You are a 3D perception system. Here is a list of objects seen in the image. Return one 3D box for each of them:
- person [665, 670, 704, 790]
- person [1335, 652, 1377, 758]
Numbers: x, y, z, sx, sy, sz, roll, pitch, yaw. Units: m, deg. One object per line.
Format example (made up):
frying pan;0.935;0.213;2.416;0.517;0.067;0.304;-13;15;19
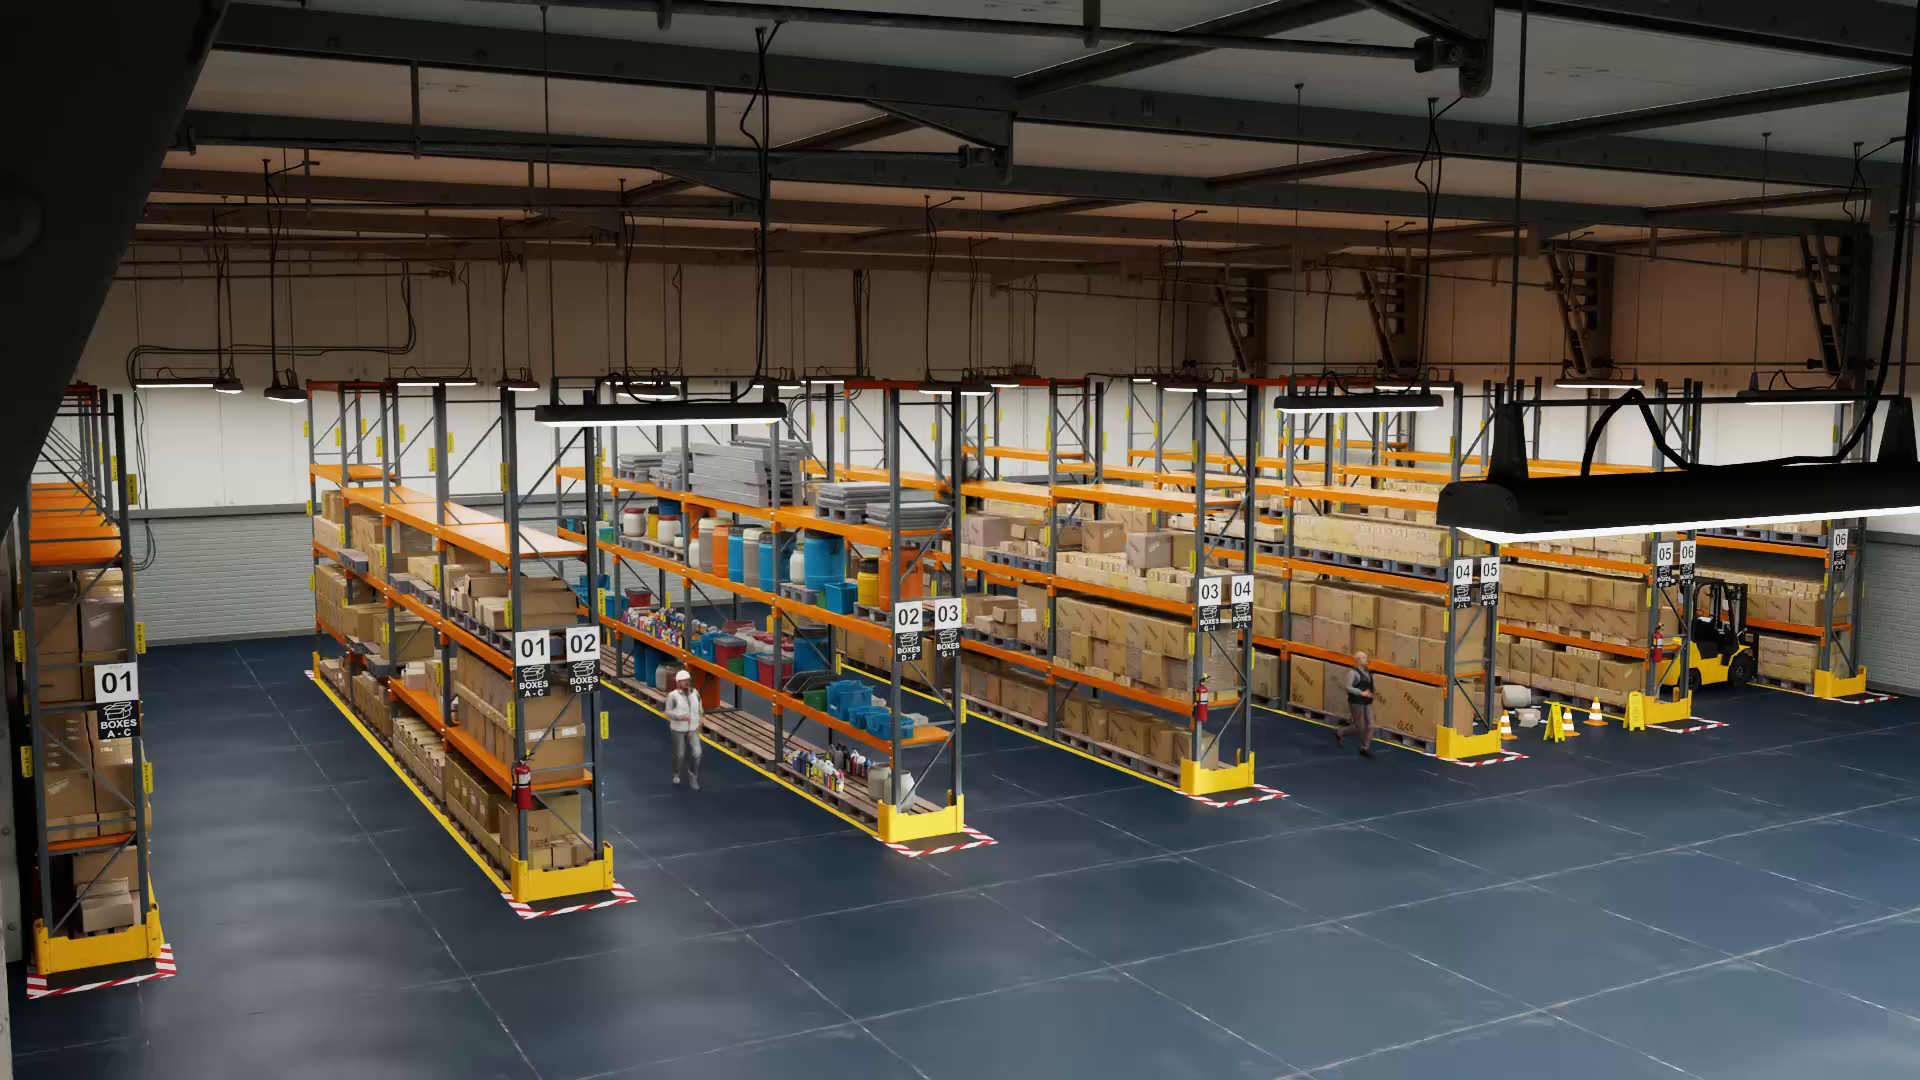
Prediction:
person;-4.078;2.843;24.753;0.671;1.834;0.733;-4;7;-31
person;6.430;2.637;26.843;0.664;1.687;0.720;-6;8;-43
